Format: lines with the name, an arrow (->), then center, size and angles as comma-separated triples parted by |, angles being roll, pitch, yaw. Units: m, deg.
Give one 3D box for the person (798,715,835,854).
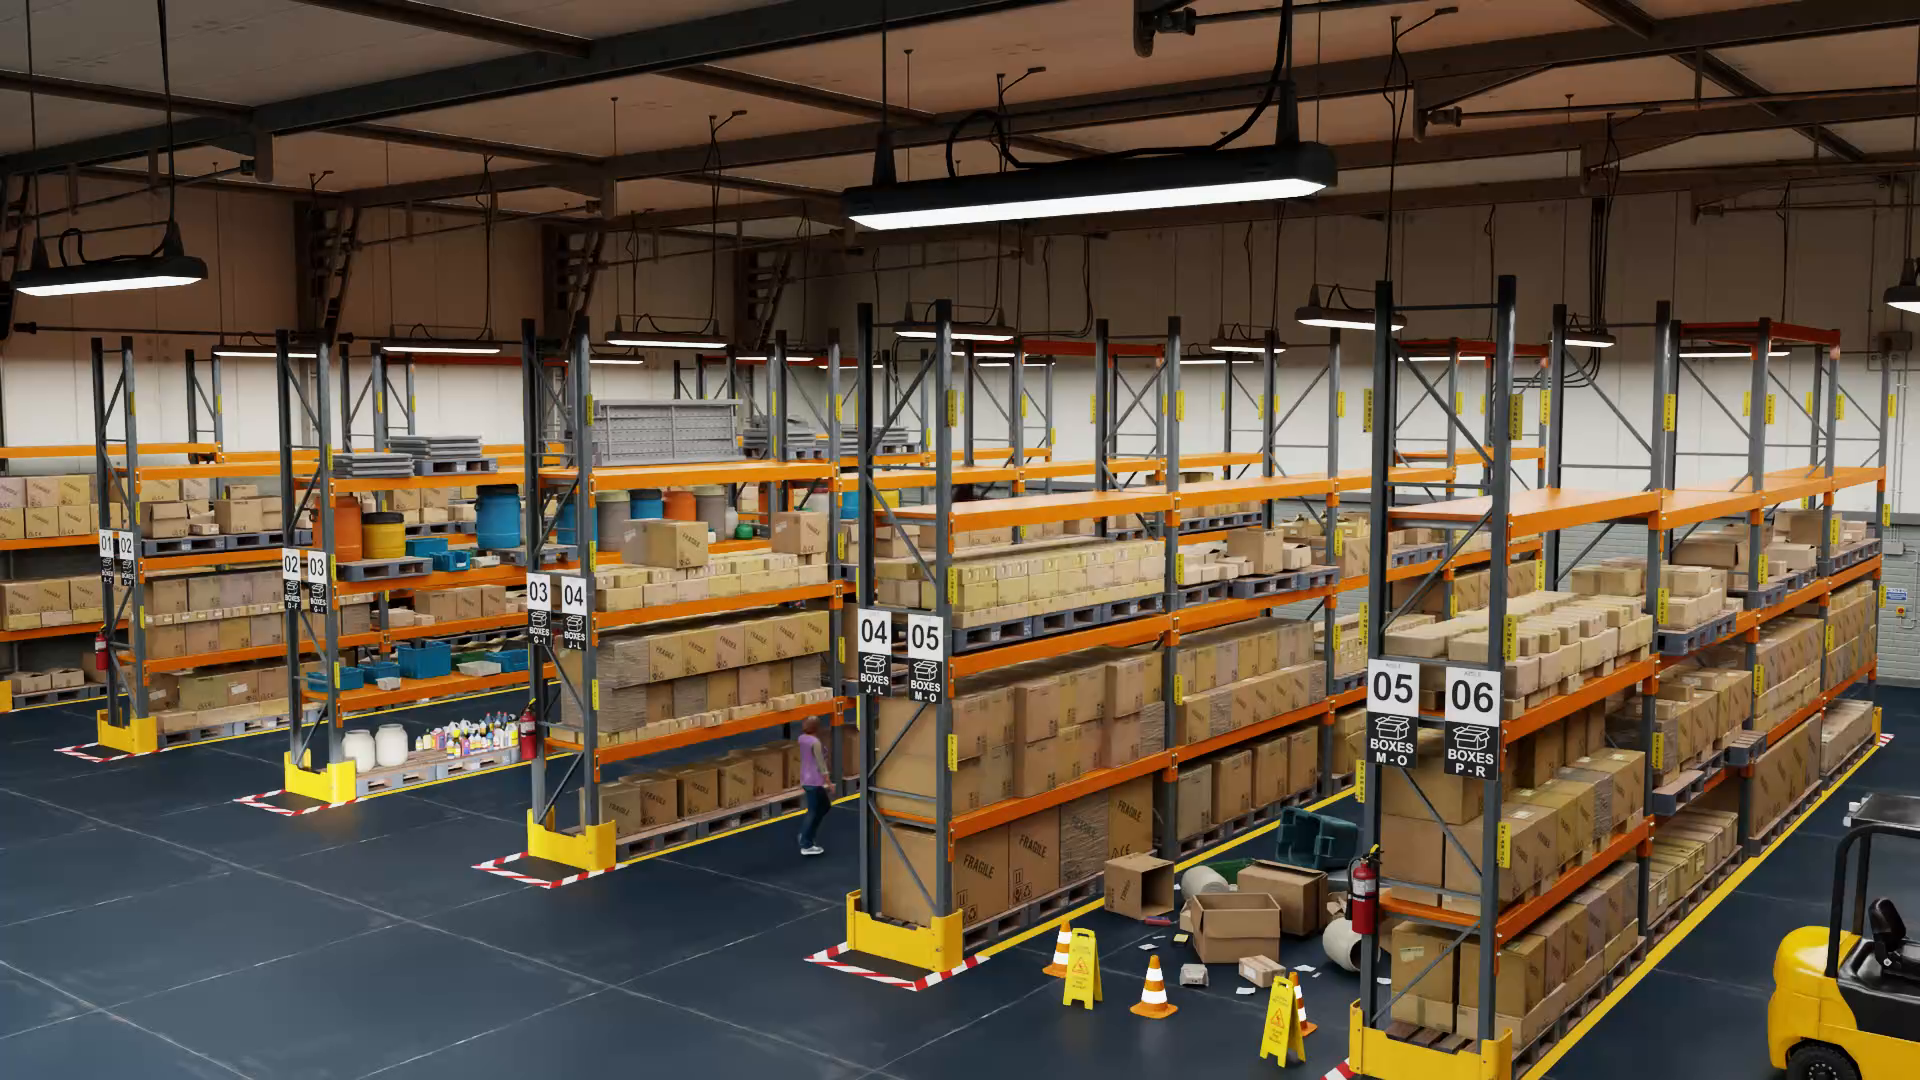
person -> -1.612, 2.738, 18.631 | 0.420, 1.596, 0.405 | -2, 5, -20
